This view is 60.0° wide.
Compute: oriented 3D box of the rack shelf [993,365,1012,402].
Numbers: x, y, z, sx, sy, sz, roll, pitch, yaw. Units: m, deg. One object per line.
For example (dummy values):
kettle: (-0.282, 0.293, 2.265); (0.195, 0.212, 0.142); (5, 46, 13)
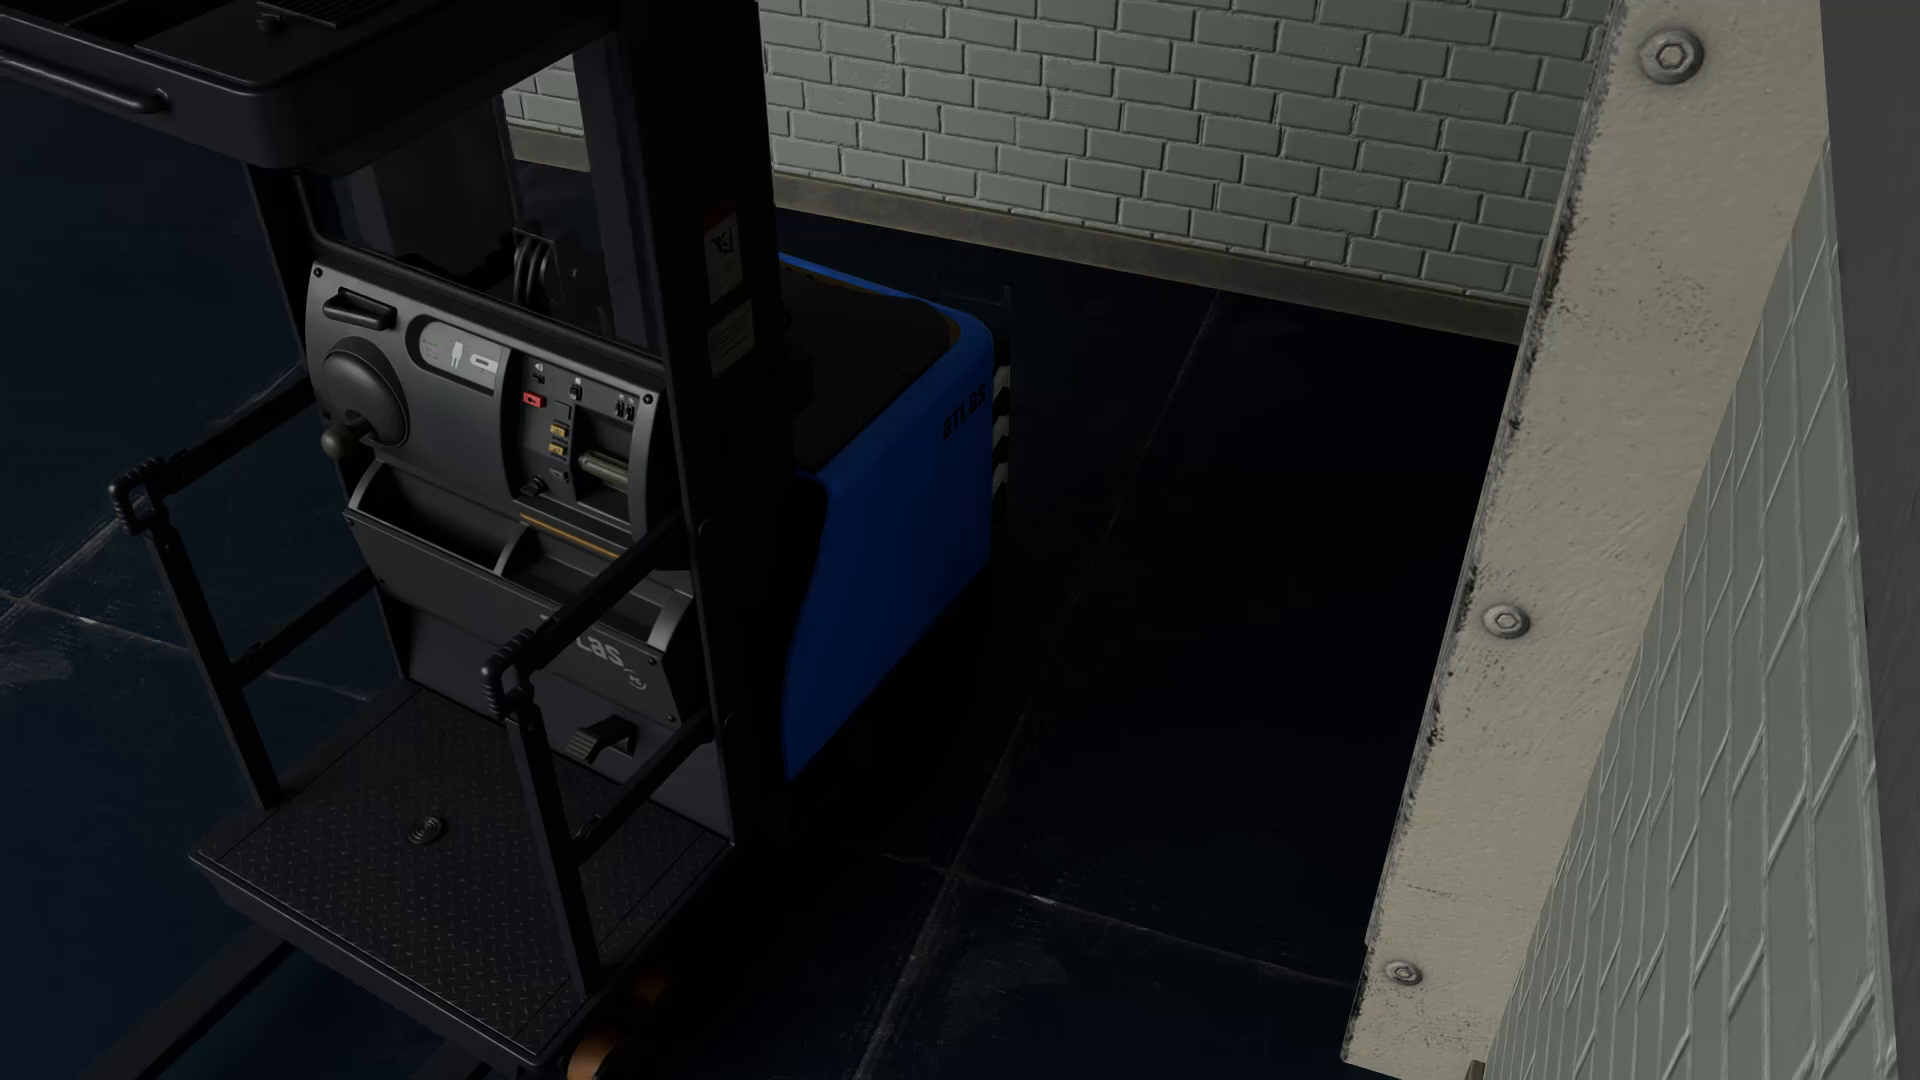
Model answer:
rack shelf: (-0.003, -0.449, 4.857); (0.258, 0.077, 0.200); (13, 42, 15)

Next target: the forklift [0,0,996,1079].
forklift: (-1.087, -0.201, 3.227); (1.130, 2.935, 3.031); (21, 45, 23)

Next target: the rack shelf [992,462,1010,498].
rack shelf: (-0.003, -0.175, 5.091); (0.258, 0.077, 0.200); (13, 42, 15)

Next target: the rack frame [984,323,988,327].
rack frame: (-0.038, -0.275, 4.879); (0.240, 0.900, 0.006); (13, 42, 15)

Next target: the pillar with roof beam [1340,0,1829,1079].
pillar with roof beam: (-2.956, -3.264, 2.143); (9.100, 9.000, 0.400); (13, 42, 15)

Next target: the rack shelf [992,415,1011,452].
rack shelf: (-0.003, -0.312, 4.974); (0.258, 0.077, 0.200); (13, 42, 15)

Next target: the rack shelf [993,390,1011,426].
rack shelf: (-0.003, -0.381, 4.915); (0.258, 0.077, 0.200); (13, 42, 15)

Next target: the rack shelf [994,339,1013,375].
rack shelf: (-0.003, -0.517, 4.799); (0.258, 0.077, 0.200); (13, 42, 15)

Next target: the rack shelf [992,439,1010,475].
rack shelf: (-0.003, -0.244, 5.032); (0.258, 0.077, 0.200); (13, 42, 15)

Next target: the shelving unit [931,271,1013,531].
shelving unit: (-0.003, -0.337, 4.952); (0.258, 0.900, 0.210); (13, 42, 15)

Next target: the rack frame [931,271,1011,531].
rack frame: (0.032, -0.399, 5.025); (0.240, 0.900, 0.006); (13, 42, 15)
